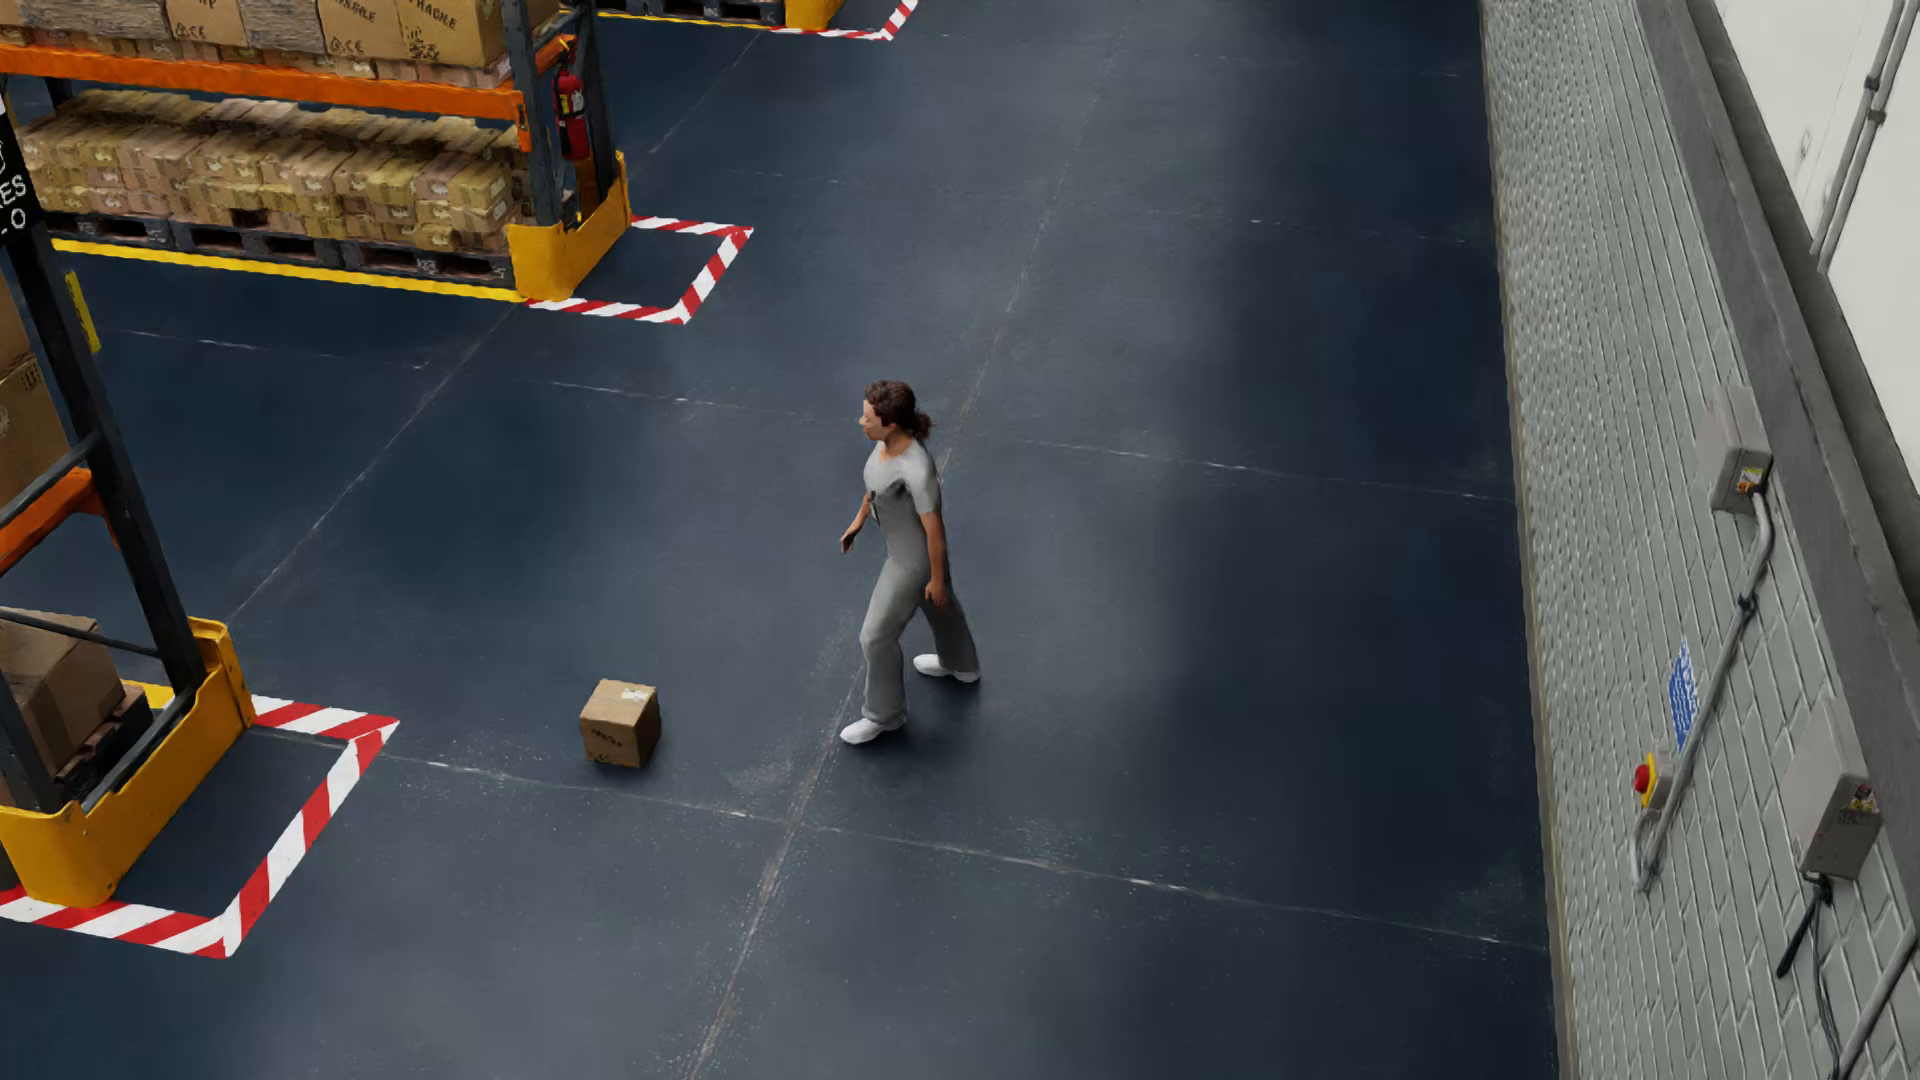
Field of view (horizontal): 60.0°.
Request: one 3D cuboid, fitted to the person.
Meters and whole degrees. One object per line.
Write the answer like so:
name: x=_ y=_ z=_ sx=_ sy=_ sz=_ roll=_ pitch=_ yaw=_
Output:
person: x=-0.223 y=0.054 z=6.903 sx=0.676 sy=1.640 sz=0.543 roll=-6 pitch=37 yaw=-8
